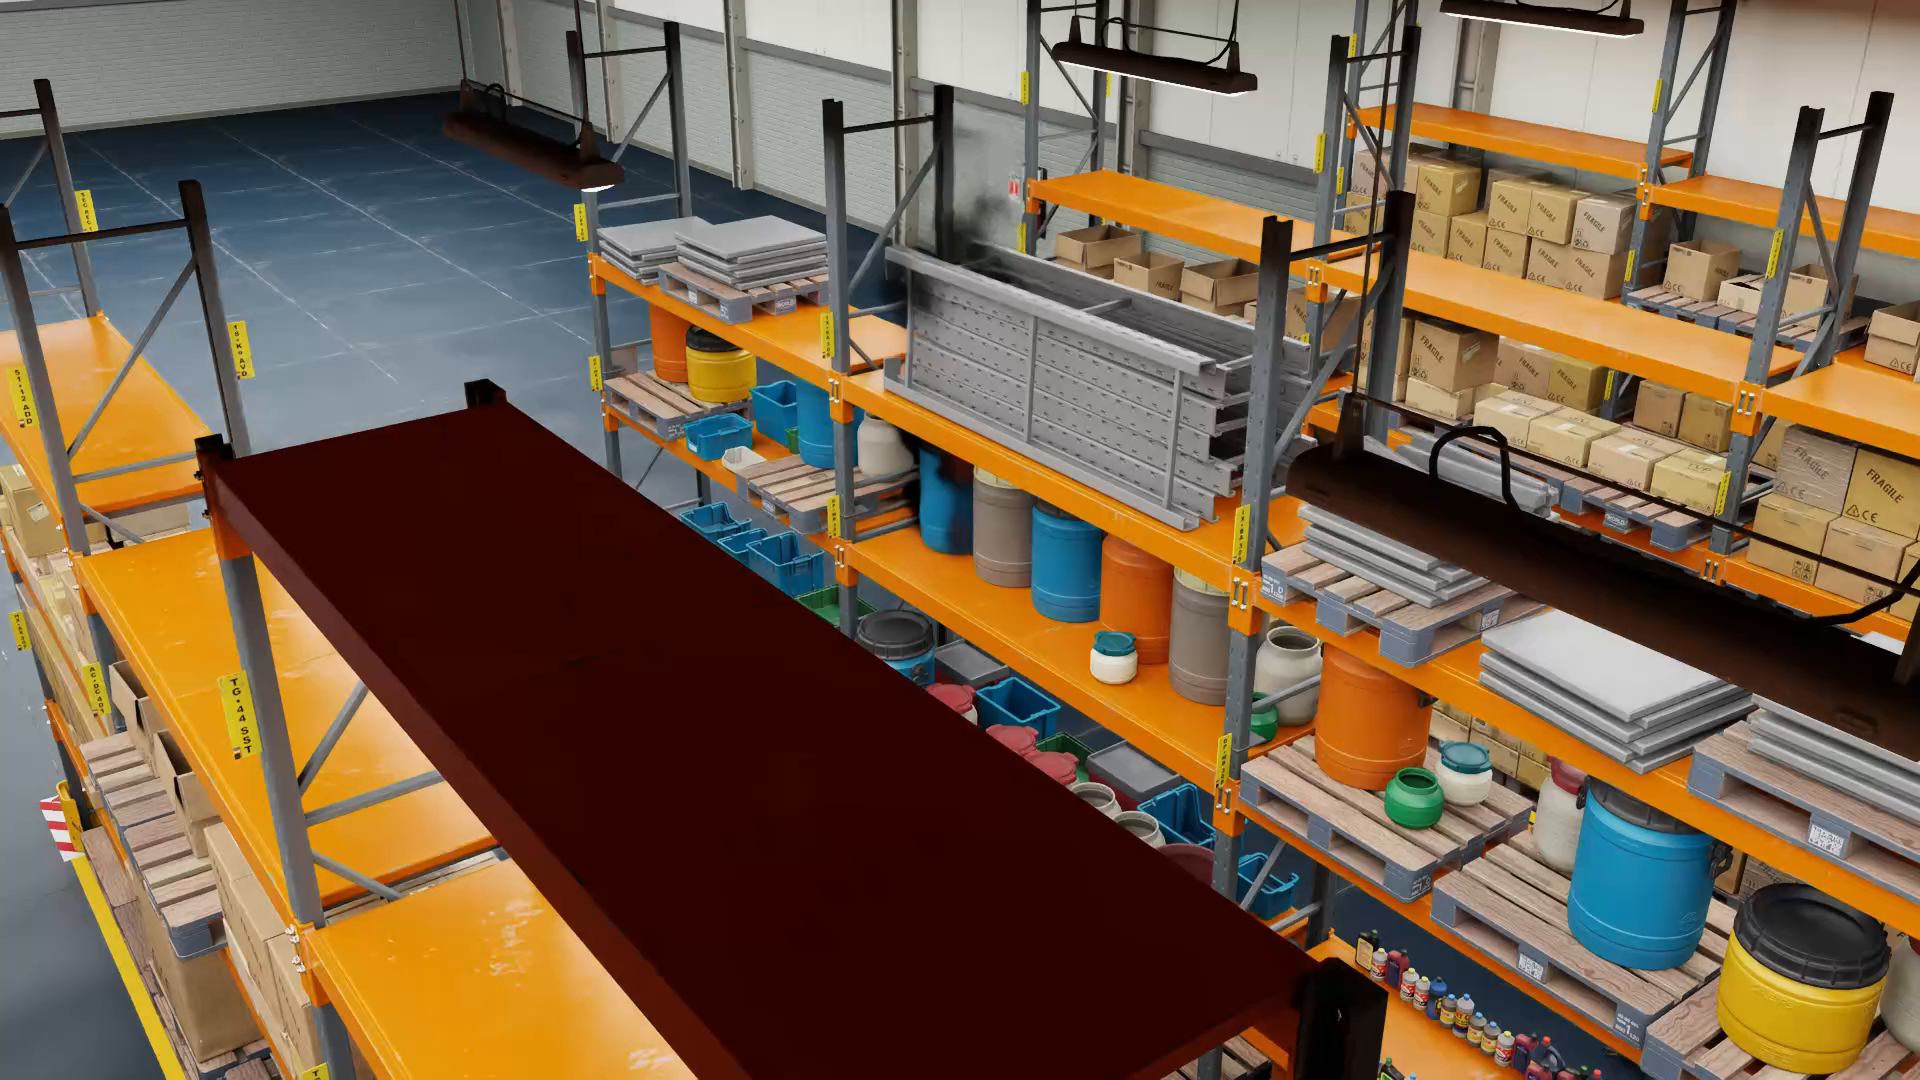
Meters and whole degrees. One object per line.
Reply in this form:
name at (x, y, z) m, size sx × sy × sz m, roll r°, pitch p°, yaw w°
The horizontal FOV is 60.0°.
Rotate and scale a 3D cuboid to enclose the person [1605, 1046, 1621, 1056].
person at (4.575, 2.848, 10.917) m, size 0.782 × 1.638 × 0.498 m, roll 19°, pitch 31°, yaw 36°
